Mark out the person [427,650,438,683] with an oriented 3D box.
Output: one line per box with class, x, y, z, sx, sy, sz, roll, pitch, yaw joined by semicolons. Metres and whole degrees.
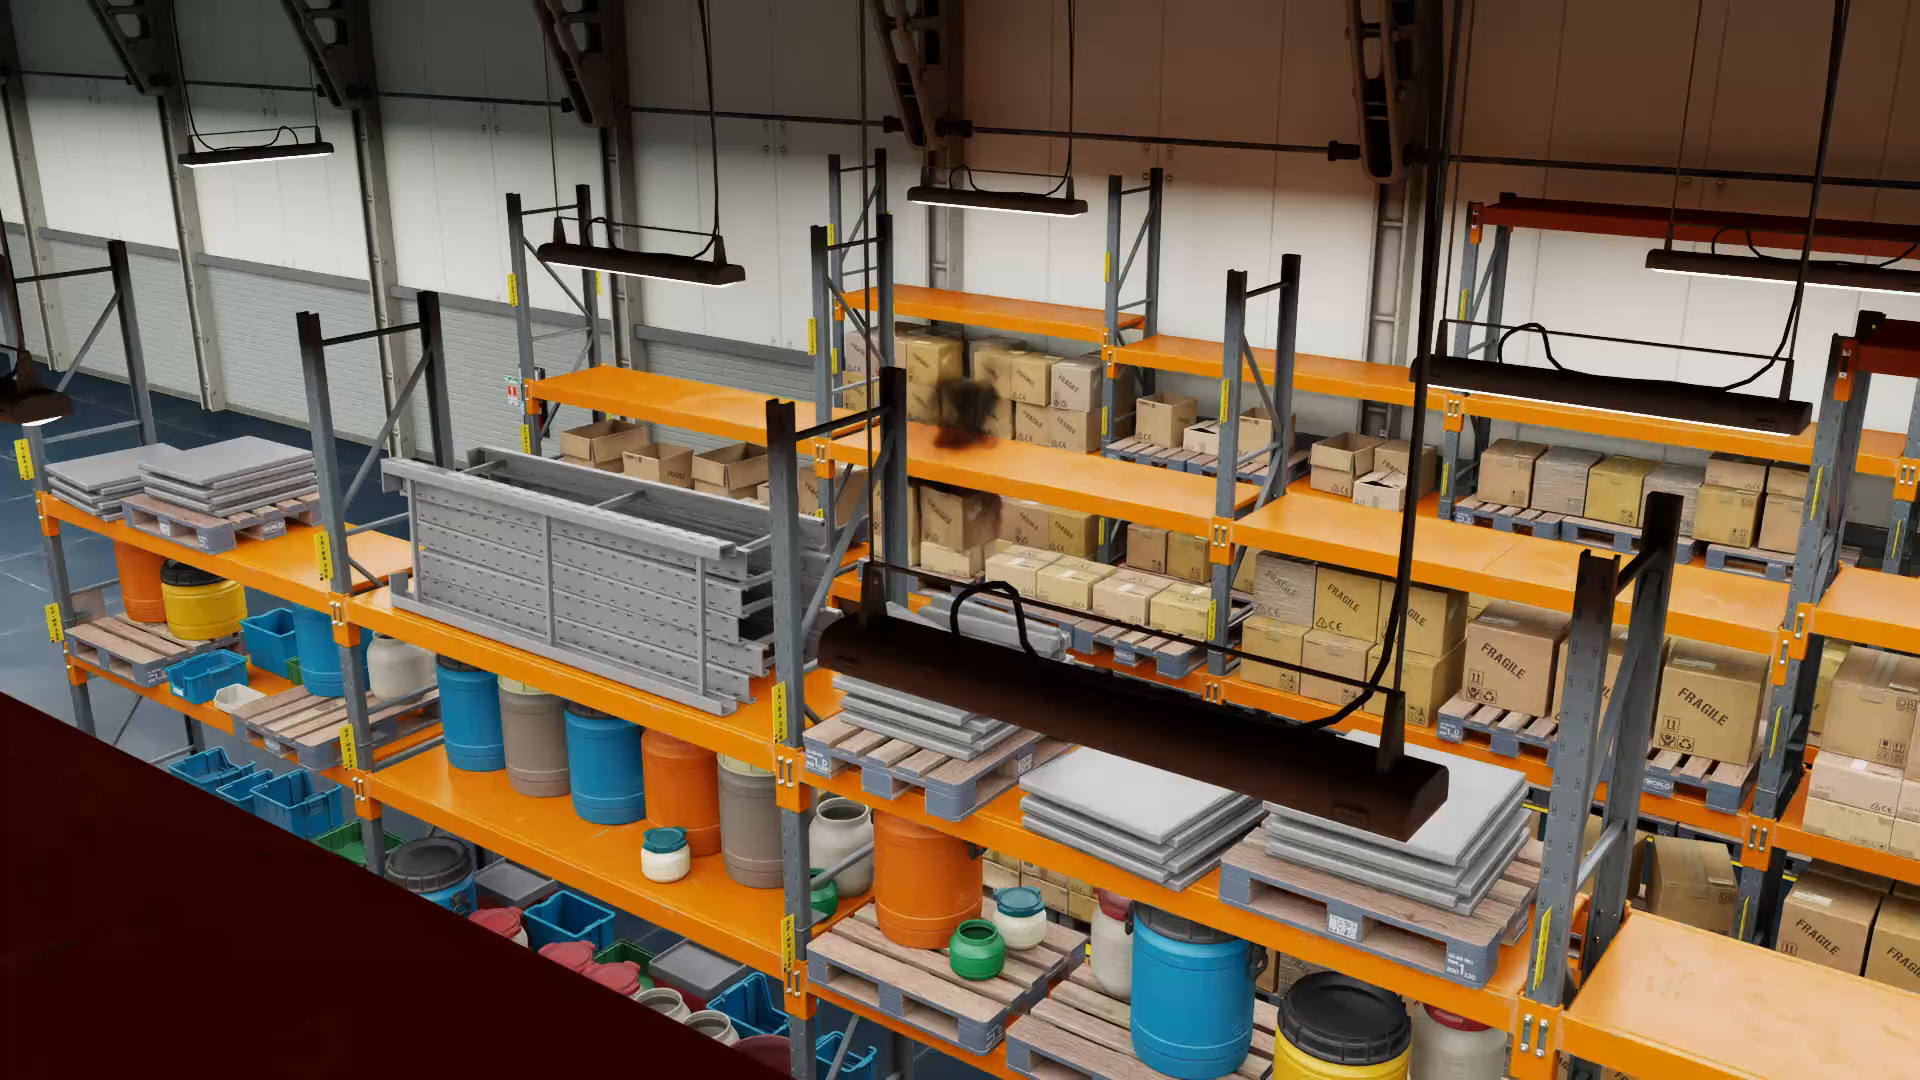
person;-6.005;1.203;19.013;0.611;1.634;0.633;-7;20;-20
